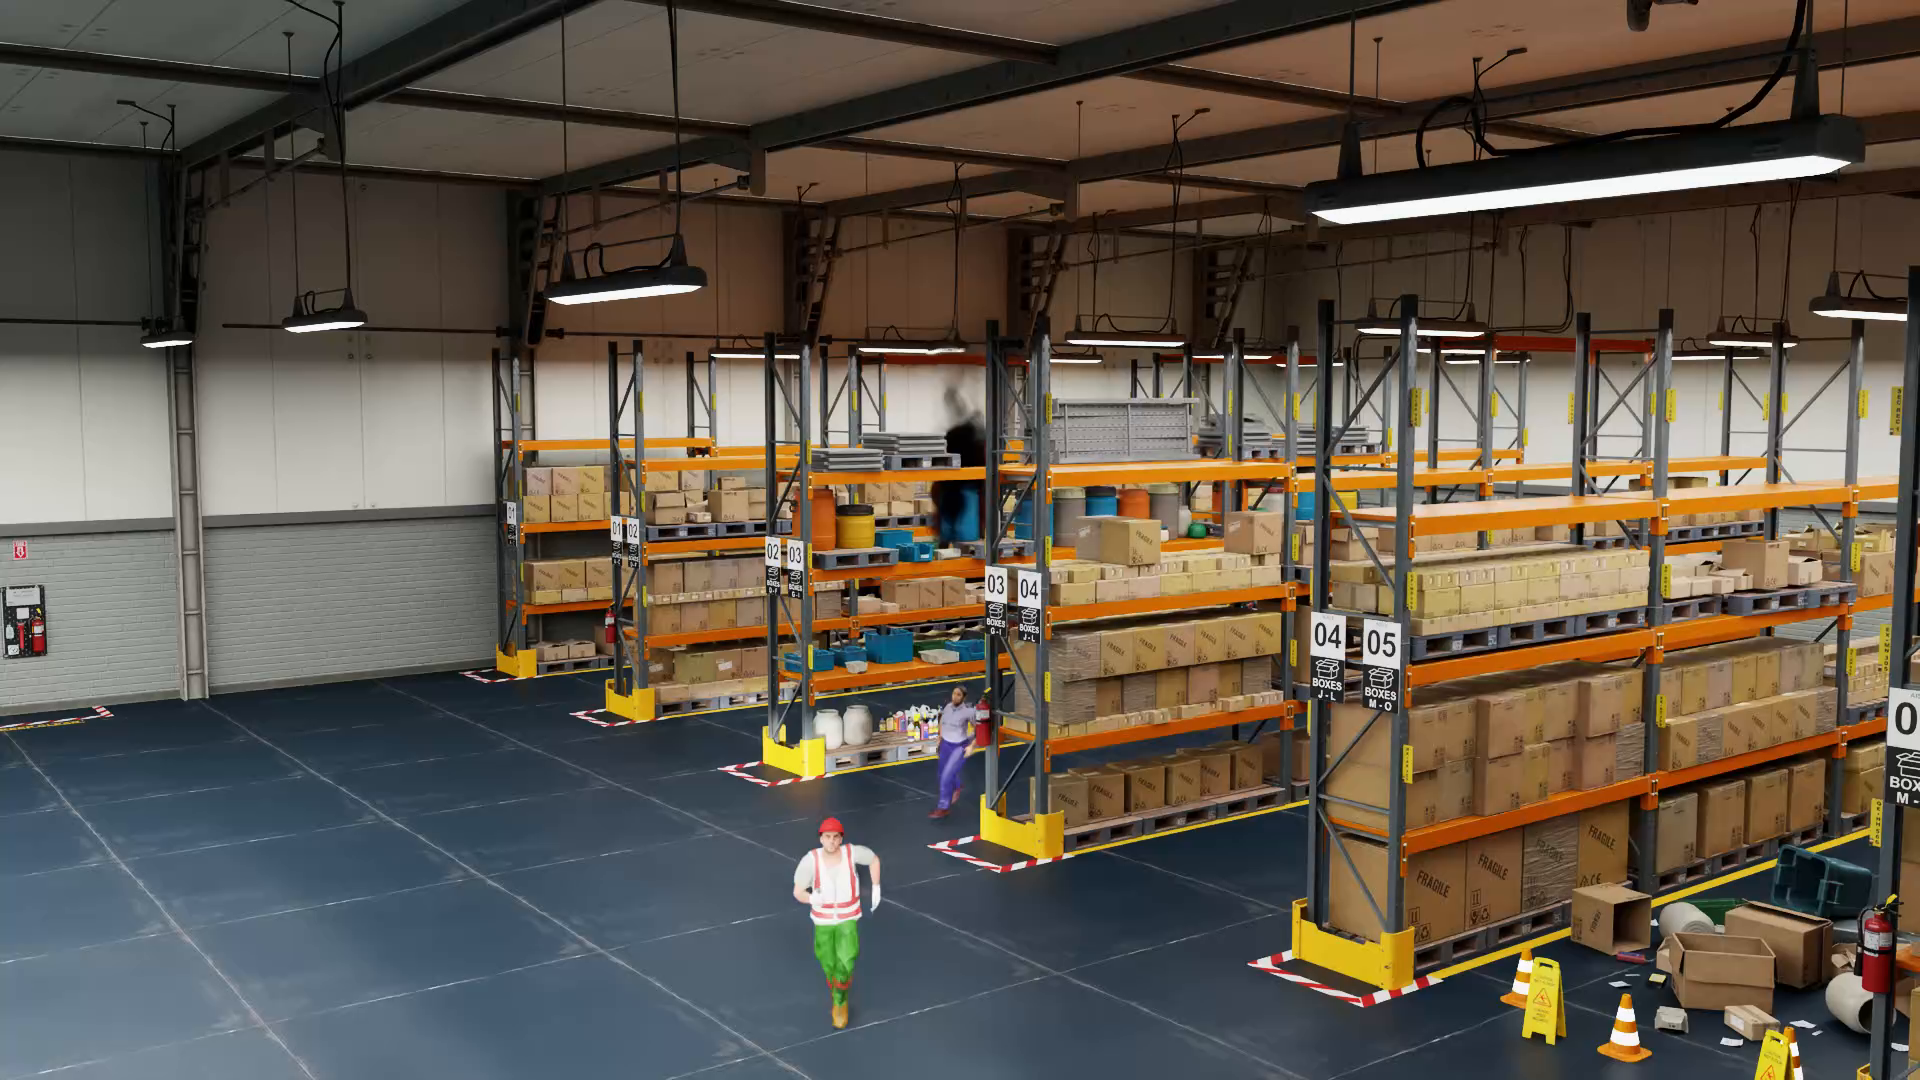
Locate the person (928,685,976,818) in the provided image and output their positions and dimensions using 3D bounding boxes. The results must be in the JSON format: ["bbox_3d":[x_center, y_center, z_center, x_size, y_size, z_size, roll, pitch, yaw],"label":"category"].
[{"bbox_3d":[-0.011,2.576,20.426,0.696,1.625,0.752,4,7,40],"label":"person"}]

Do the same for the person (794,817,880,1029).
[{"bbox_3d":[-0.994,3.086,13.472,0.697,1.742,0.805,0,5,-2],"label":"person"}]
